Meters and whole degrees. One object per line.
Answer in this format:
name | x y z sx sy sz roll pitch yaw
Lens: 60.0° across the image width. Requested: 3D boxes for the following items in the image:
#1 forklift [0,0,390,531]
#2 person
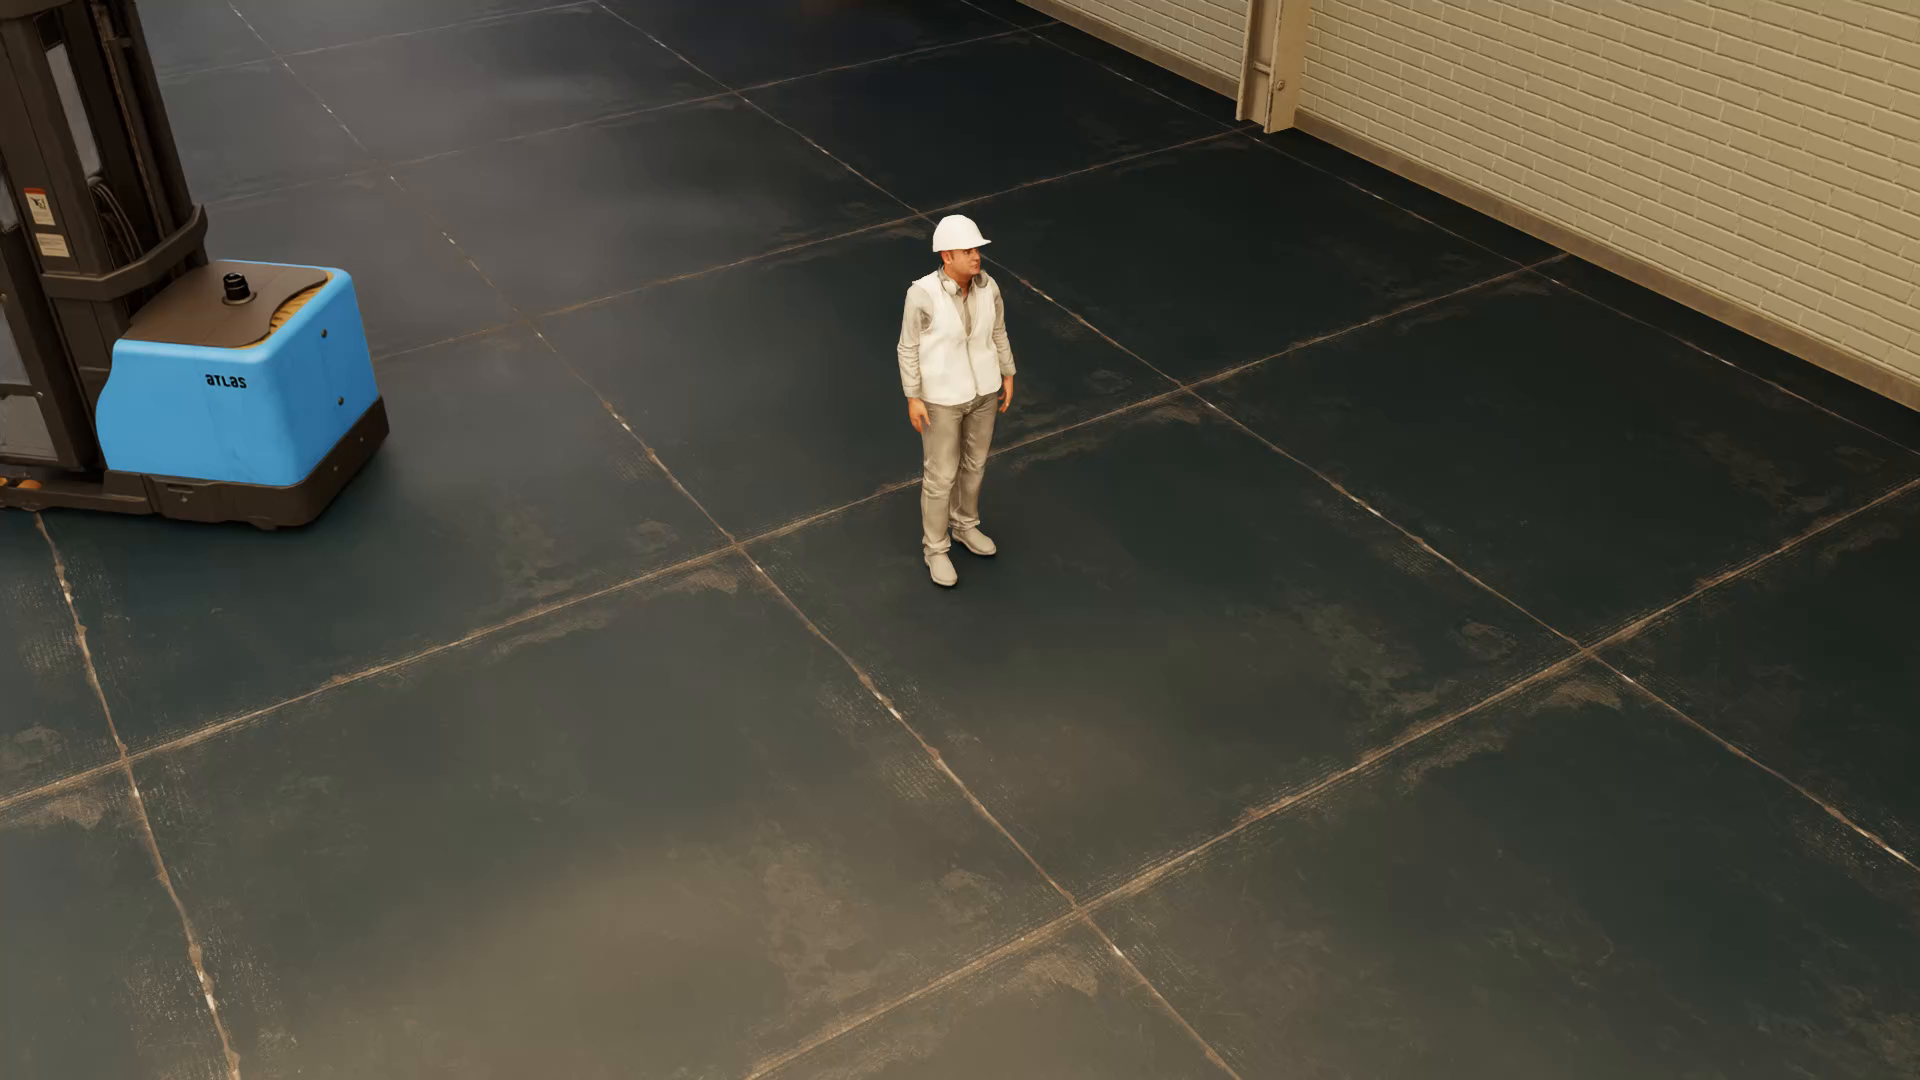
forklift | -4.803 -1.646 8.490 3.031 2.935 1.130 6 35 8
person | 0.028 -0.699 8.137 0.633 1.775 0.566 -21 40 -27
